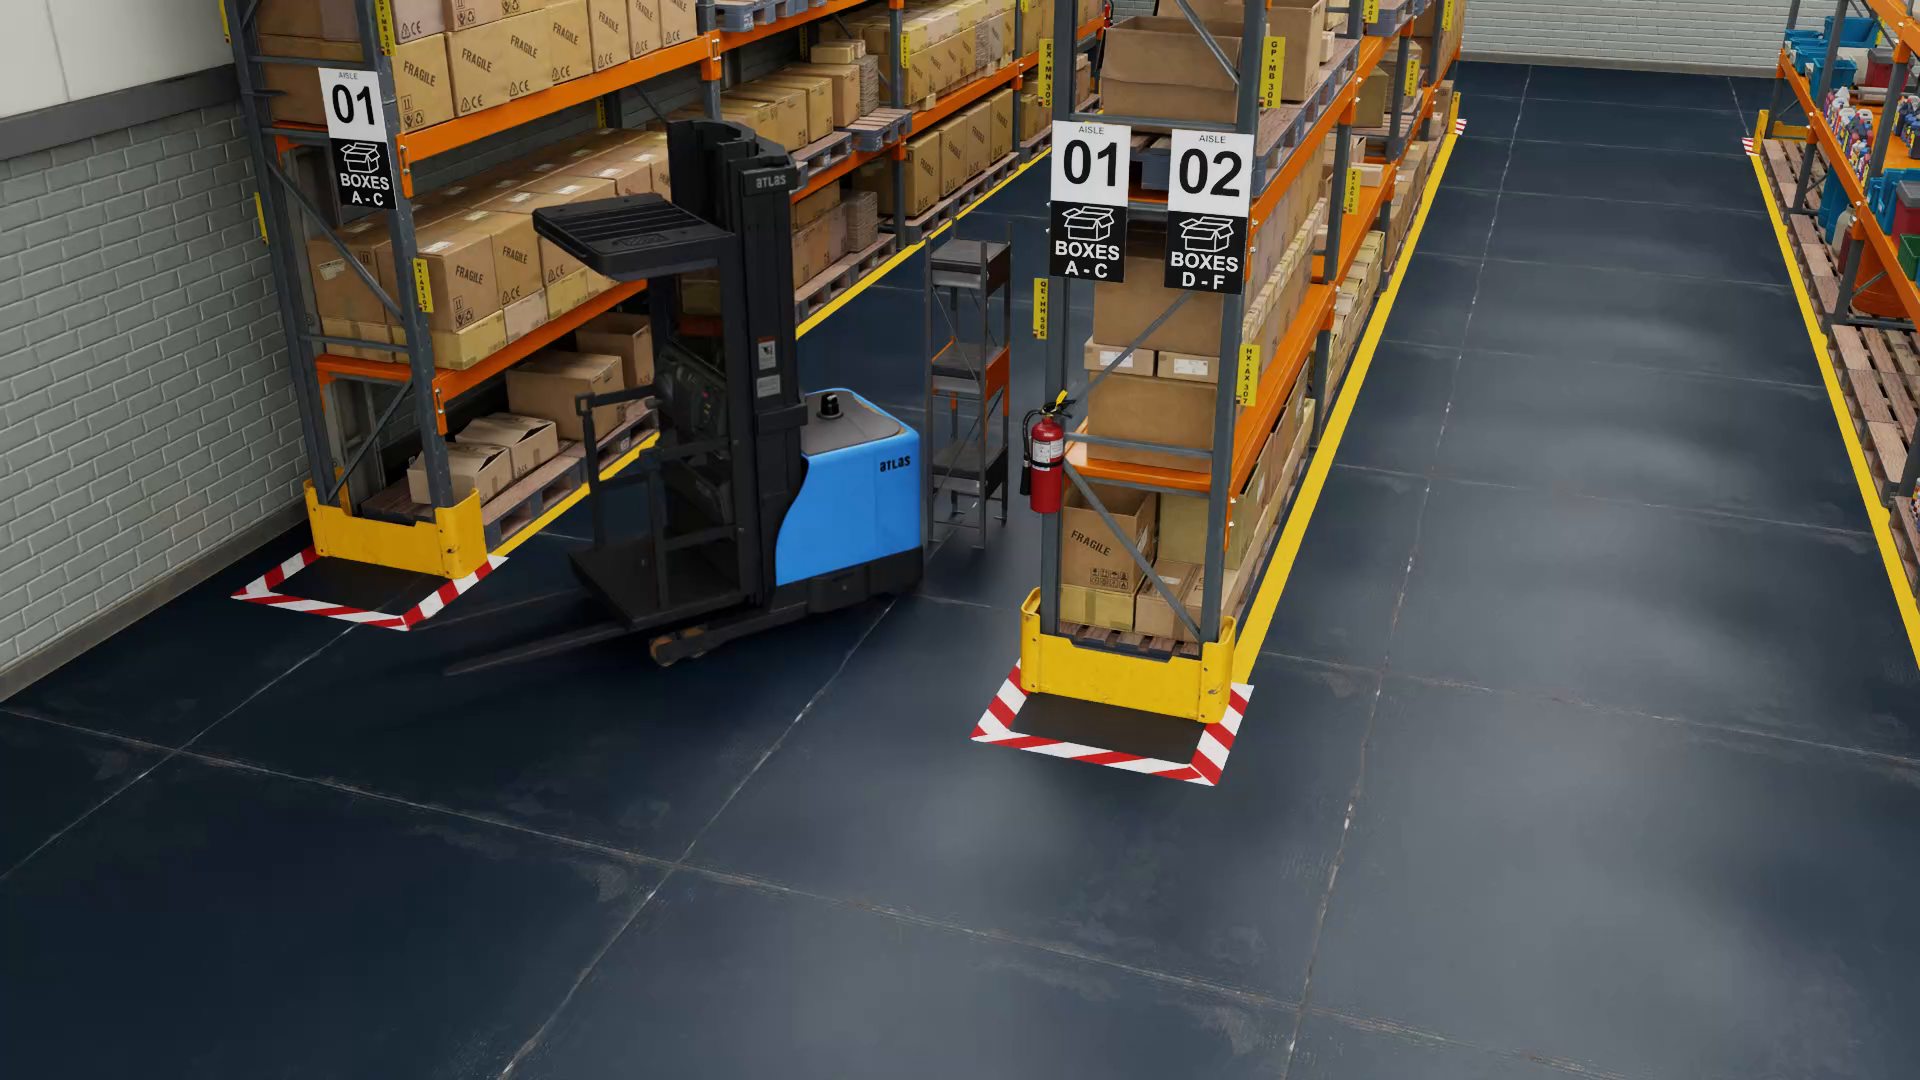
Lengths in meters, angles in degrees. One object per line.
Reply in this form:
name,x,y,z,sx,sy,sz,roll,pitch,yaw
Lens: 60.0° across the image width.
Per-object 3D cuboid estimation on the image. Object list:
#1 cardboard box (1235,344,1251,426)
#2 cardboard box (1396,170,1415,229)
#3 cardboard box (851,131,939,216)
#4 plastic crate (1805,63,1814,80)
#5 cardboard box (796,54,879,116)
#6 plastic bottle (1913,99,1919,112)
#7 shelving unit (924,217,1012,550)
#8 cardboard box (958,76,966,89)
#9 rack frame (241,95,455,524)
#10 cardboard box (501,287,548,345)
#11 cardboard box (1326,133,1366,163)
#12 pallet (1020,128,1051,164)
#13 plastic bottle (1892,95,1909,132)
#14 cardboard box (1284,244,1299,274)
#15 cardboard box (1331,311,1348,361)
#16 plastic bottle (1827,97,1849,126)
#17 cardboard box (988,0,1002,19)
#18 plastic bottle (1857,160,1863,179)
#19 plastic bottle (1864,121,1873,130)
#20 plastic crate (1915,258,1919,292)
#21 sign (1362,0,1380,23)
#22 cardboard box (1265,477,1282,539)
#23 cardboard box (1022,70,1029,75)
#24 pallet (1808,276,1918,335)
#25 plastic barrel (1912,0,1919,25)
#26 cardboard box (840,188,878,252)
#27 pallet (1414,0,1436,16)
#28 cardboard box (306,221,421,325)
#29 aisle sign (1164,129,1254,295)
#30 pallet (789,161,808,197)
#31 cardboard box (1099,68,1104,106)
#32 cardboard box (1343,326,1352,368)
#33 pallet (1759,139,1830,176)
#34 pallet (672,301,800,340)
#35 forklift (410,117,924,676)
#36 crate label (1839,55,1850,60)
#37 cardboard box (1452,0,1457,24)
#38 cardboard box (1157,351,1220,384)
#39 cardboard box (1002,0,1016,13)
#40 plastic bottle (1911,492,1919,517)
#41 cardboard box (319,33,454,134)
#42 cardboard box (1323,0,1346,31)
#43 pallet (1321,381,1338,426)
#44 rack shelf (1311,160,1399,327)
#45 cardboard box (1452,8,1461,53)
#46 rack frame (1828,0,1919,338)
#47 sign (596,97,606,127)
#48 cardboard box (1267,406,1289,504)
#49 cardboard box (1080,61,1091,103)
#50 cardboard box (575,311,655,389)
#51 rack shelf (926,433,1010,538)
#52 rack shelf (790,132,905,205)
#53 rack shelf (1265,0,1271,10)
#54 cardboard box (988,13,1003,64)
cardboard box,1.279,-0.947,9.650,0.700,0.500,0.500,9,27,19
cardboard box,4.534,-3.639,17.686,0.500,0.500,0.500,8,27,16
cardboard box,-0.700,-4.005,18.064,0.750,0.750,0.750,8,27,17
plastic crate,9.901,-5.375,19.143,0.293,0.136,0.466,9,27,17
cardboard box,-1.216,-4.549,16.583,0.700,0.500,0.500,6,26,11
plastic bottle,9.608,-4.260,16.663,0.144,0.351,0.185,9,27,17
shelving unit,0.055,-1.013,10.933,0.431,2.100,0.503,9,27,17
cardboard box,-0.146,-5.237,18.889,0.380,0.149,0.250,10,27,19
rack frame,-3.731,-1.213,10.313,1.000,3.000,0.127,9,27,17
cardboard box,-3.110,-1.524,11.105,0.500,0.250,0.500,8,27,16
cardboard box,3.442,-3.600,15.346,0.500,0.311,0.500,11,28,21
pallet,0.589,-5.190,21.727,1.003,0.211,1.213,9,27,17
plastic bottle,9.472,-4.281,16.706,0.144,0.351,0.185,9,27,17
cardboard box,1.960,-1.812,10.692,0.380,0.149,0.250,10,27,19
cardboard box,2.817,-1.682,13.312,0.500,0.311,0.500,8,27,17
plastic bottle,8.970,-4.366,16.968,0.152,0.276,0.135,9,27,17
cardboard box,0.169,-6.232,19.339,0.500,0.250,0.500,9,27,19
plastic bottle,8.138,-3.342,14.938,0.097,0.201,0.097,0,26,0
plastic bottle,8.713,-3.894,15.998,0.097,0.271,0.097,0,26,0
plastic crate,7.016,-1.911,11.773,0.392,0.384,0.575,9,27,17
sign,2.797,-3.678,11.278,0.100,0.325,0.005,9,27,17
cardboard box,1.831,-0.252,11.001,0.500,0.250,0.500,9,27,17
cardboard box,0.718,-6.190,22.236,0.380,0.149,0.250,9,27,18
pallet,8.497,-2.139,15.425,1.003,0.211,1.213,9,27,17
plastic barrel,7.881,-4.381,13.285,0.421,0.512,0.421,0,26,0
cardboard box,-1.259,-3.270,16.925,0.700,0.500,0.500,9,27,18
pallet,3.462,-4.757,14.407,1.213,0.211,1.003,10,28,20
cardboard box,-3.774,-1.716,10.641,0.500,0.500,0.500,8,27,17
aisle sign,1.209,-1.594,8.118,0.394,0.787,0.004,9,27,17
pallet,-2.008,-3.063,14.354,1.003,0.211,1.213,9,27,17
cardboard box,1.076,-2.542,9.145,0.500,0.250,0.500,9,27,17
cardboard box,2.982,-1.644,13.877,0.500,0.250,0.500,8,27,16
pallet,10.625,-4.763,20.845,1.003,0.211,1.213,9,27,17
pallet,-2.142,-1.922,14.976,1.003,0.211,1.213,9,27,17
forklift,-1.751,-0.845,9.633,3.031,2.935,1.130,-15,30,-29
crate label,10.656,-5.663,19.738,0.396,0.136,0.243,9,27,17
cardboard box,5.700,-6.498,19.967,0.500,0.500,0.500,8,27,16
cardboard box,1.275,-0.963,8.937,0.380,0.149,0.250,9,27,17
cardboard box,0.348,-6.440,19.770,0.500,0.250,0.500,9,27,19
plastic bottle,6.389,-0.249,11.029,0.097,0.201,0.097,0,26,0
cardboard box,-3.384,-2.718,9.842,0.500,0.500,0.500,9,27,19
cardboard box,2.487,-3.863,12.035,0.500,0.250,0.500,12,28,23
pallet,2.481,-1.193,13.472,1.003,0.211,1.213,9,27,17
rack shelf,2.938,-2.638,14.081,1.077,0.370,4.000,9,27,17
cardboard box,6.033,-6.475,21.065,0.500,0.500,0.500,9,27,18
rack frame,8.274,-3.064,14.135,1.000,3.000,0.127,9,27,17
sign,-2.924,-3.457,13.618,0.100,0.325,0.005,9,27,17
cardboard box,1.832,-0.589,10.837,0.500,0.500,0.500,9,27,17
cardboard box,1.455,-6.550,23.722,0.700,0.500,0.500,9,27,17
cardboard box,-2.707,-1.497,13.263,0.500,0.500,0.500,7,27,14
rack shelf,0.055,-0.371,11.244,0.431,0.518,0.480,9,27,17
rack shelf,-1.734,-3.355,15.562,1.077,0.370,4.000,9,27,17
rack shelf,1.607,-3.514,9.466,1.077,0.370,4.000,9,27,17
cardboard box,0.186,-5.895,19.503,0.500,0.500,0.500,9,27,18
